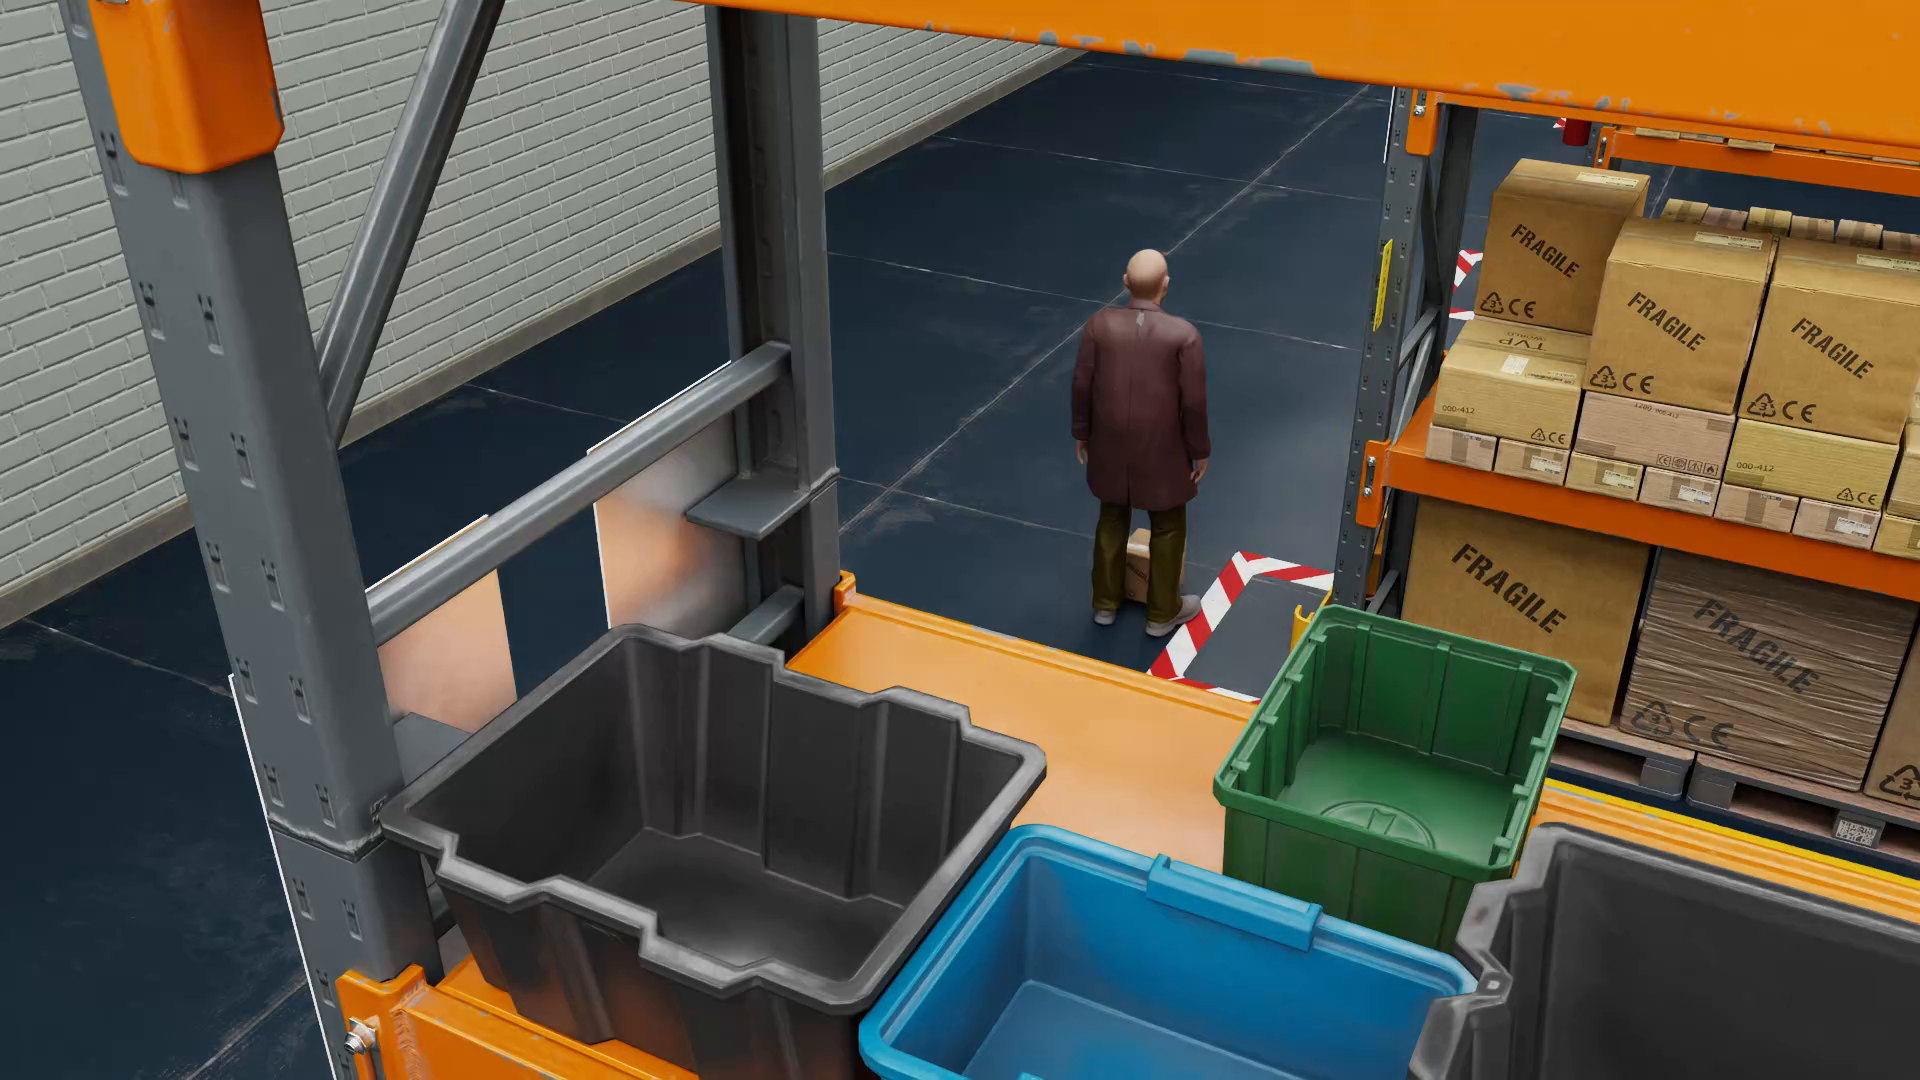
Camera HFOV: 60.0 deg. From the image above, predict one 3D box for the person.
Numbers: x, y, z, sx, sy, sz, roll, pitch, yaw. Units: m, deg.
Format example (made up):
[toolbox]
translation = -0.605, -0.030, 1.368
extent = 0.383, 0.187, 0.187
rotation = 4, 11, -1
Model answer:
[person]
translation = 0.799, -0.421, 7.385
extent = 0.645, 1.772, 0.429
rotation = 12, 32, 21
